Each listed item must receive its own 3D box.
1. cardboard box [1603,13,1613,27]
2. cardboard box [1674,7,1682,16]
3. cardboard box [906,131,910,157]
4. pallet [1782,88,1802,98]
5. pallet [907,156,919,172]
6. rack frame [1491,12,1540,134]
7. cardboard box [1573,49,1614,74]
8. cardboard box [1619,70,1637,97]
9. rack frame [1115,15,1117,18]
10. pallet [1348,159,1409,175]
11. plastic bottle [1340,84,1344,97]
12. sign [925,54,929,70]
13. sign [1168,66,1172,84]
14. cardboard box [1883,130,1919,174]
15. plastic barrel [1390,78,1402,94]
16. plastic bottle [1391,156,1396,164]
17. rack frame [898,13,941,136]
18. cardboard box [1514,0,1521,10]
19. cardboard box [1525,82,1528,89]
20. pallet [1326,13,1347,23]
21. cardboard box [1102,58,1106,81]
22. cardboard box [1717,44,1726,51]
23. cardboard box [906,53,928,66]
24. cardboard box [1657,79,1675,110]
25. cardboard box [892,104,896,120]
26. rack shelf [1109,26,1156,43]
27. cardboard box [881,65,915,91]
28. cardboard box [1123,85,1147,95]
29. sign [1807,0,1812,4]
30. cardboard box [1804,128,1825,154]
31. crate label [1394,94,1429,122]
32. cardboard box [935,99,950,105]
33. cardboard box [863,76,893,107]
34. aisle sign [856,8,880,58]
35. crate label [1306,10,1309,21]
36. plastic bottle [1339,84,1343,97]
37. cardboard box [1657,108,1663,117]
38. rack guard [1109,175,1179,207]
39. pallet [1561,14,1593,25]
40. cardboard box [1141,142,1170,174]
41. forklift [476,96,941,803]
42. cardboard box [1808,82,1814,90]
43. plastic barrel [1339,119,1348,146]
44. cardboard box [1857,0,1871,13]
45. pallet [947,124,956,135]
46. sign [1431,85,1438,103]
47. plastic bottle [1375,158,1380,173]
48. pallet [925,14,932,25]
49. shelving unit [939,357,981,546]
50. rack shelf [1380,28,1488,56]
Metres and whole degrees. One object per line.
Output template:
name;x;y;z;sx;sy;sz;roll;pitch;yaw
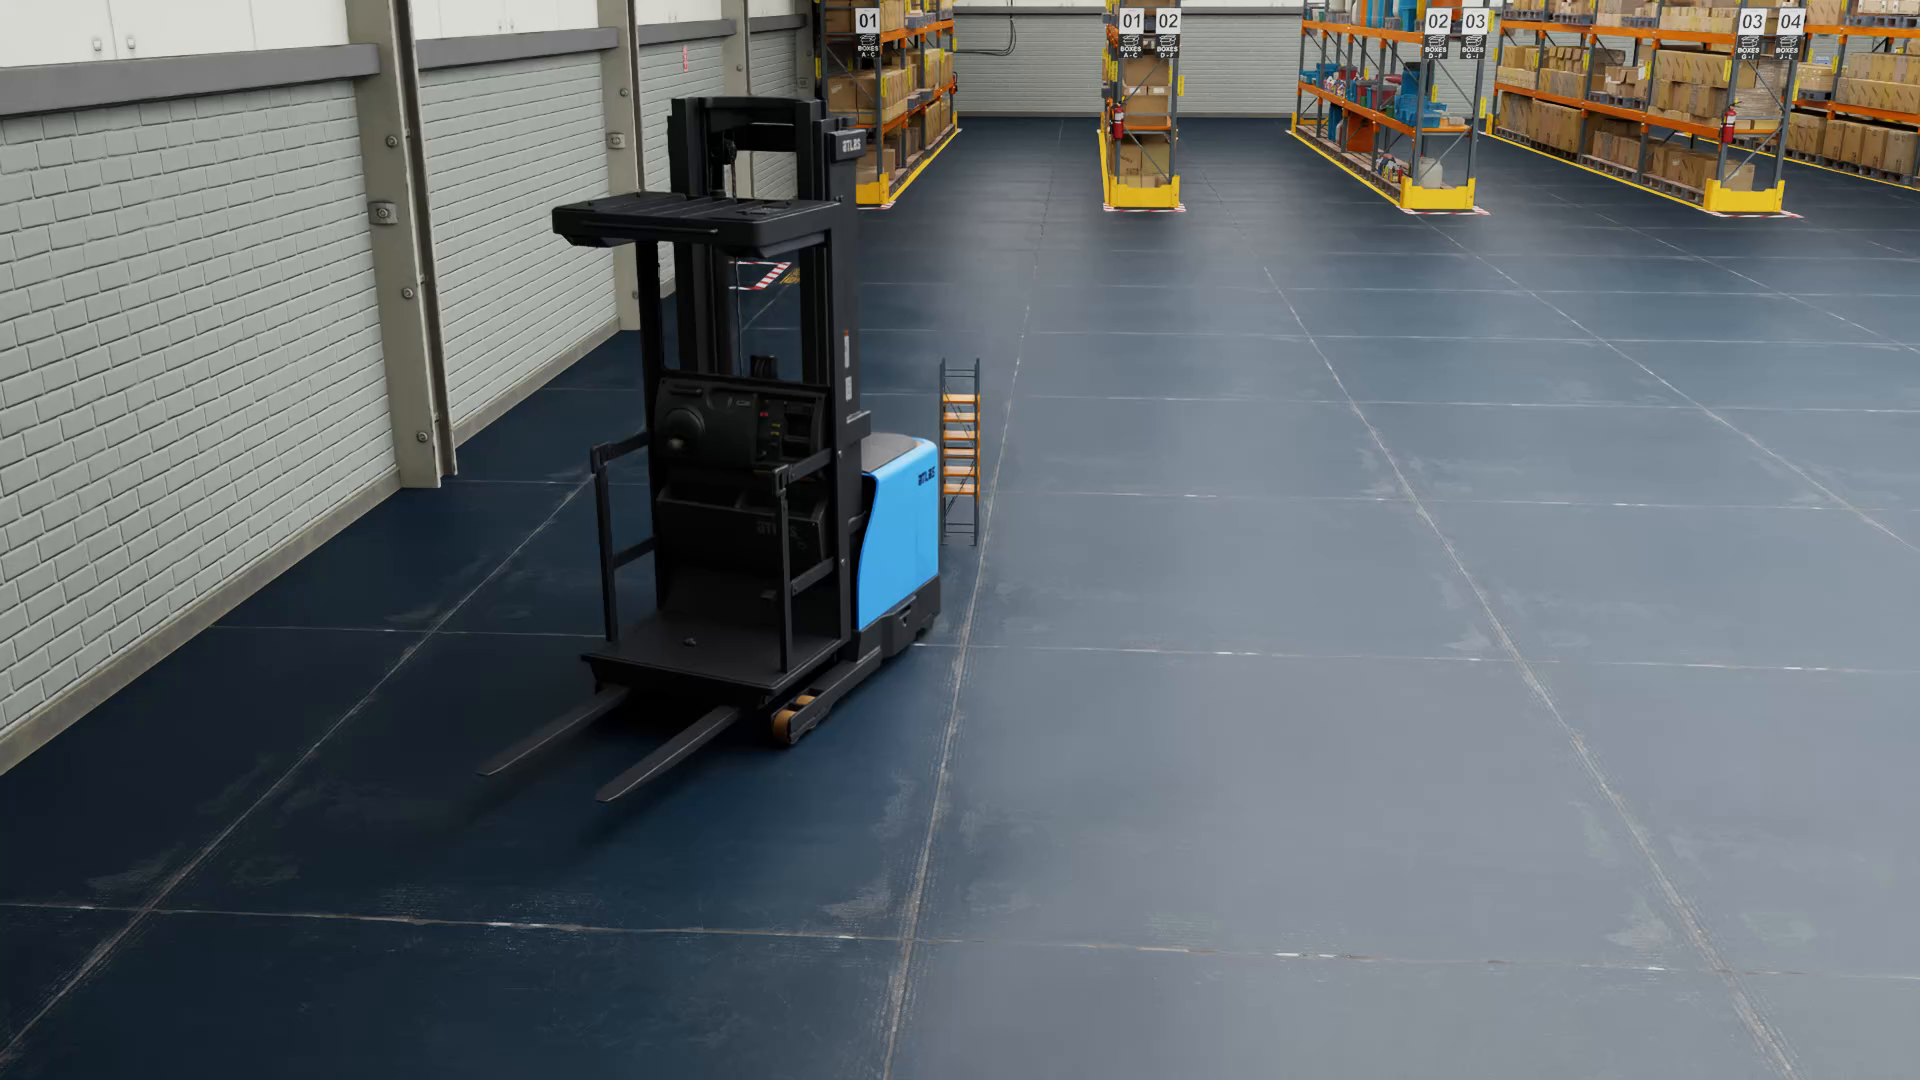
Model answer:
cardboard box;13.245;-10.429;33.357;0.500;0.250;0.500;2;18;5
cardboard box;12.961;-9.414;29.618;0.380;0.149;0.250;1;18;4
cardboard box;-1.412;-8.190;34.410;0.700;0.500;0.500;1;18;4
pallet;18.611;-9.757;36.191;1.003;0.211;1.213;1;18;4
pallet;-1.400;-7.761;34.268;1.003;0.211;1.213;1;18;4
rack frame;14.143;-11.859;42.298;1.000;3.000;0.127;1;18;4
cardboard box;13.688;-10.328;35.853;0.797;0.503;0.637;2;18;5
cardboard box;13.315;-8.921;32.492;0.797;0.503;0.637;3;18;10
rack frame;3.403;-11.205;30.669;1.000;3.000;0.127;1;18;4
pallet;8.445;-7.542;33.602;1.003;0.211;1.213;1;18;4
plastic bottle;8.290;-9.727;35.997;0.097;0.271;0.097;0;18;0
sign;-0.710;-10.210;35.532;0.100;0.325;0.005;1;18;4
sign;3.956;-8.792;31.419;0.100;0.325;0.005;1;18;4
cardboard box;18.178;-7.316;31.370;1.050;0.750;0.750;1;18;4
plastic barrel;8.683;-8.828;32.828;0.433;0.535;0.433;0;18;0
plastic bottle;8.015;-6.948;30.859;0.144;0.351;0.185;1;18;4
rack frame;-0.965;-10.949;39.519;1.000;3.000;0.127;1;18;4
cardboard box;13.999;-13.245;40.713;0.700;0.500;0.500;1;18;2
cardboard box;13.589;-10.759;39.345;0.380;0.149;0.250;1;18;3
pallet;8.958;-11.818;37.657;1.213;0.211;1.003;1;18;4
cardboard box;3.719;-10.944;38.671;0.700;0.500;0.500;-5;19;-15
cardboard box;18.697;-11.930;40.269;0.500;0.500;0.500;1;18;3
cardboard box;-0.960;-10.405;35.986;0.500;0.250;0.500;2;18;5
cardboard box;13.118;-8.028;29.969;0.875;0.500;0.500;1;18;4
cardboard box;-1.408;-7.624;29.582;0.500;0.250;0.500;1;18;3
rack shelf;3.546;-10.059;33.143;1.077;0.370;4.000;1;18;4
cardboard box;-1.289;-9.643;34.666;0.700;0.500;0.500;0;18;-1
cardboard box;2.953;-7.591;28.070;0.380;0.149;0.250;1;18;3
sign;13.538;-8.719;26.493;0.100;0.325;0.005;1;18;4
cardboard box;18.296;-8.454;35.247;0.500;0.500;0.500;1;18;4
crate label;7.918;-7.595;29.228;0.502;0.435;0.616;1;18;4
cardboard box;-0.456;-11.247;42.729;0.380;0.149;0.250;1;18;3
cardboard box;-1.446;-7.811;28.949;0.500;0.500;0.500;1;18;4
aisle sign;-1.531;-8.428;27.652;0.394;0.787;0.004;1;18;4
crate label;8.815;-13.045;41.339;0.408;0.251;0.502;1;18;4
plastic bottle;8.304;-9.787;36.182;0.097;0.271;0.097;0;18;0
cardboard box;12.946;-7.797;30.305;0.380;0.149;0.250;1;18;4
rack guard;3.114;-5.917;28.178;1.175;0.500;0.348;1;18;4
pallet;13.640;-11.259;35.952;1.003;0.211;1.213;2;18;6
cardboard box;3.410;-6.678;29.025;0.500;0.500;0.500;1;18;4
forklift;-1.166;-0.567;7.946;1.130;2.935;3.031;8;20;22
cardboard box;18.106;-9.553;34.990;0.380;0.149;0.250;1;18;4
plastic barrel;8.729;-9.042;36.899;0.600;0.588;0.708;1;18;4
cardboard box;18.239;-10.643;33.077;0.500;0.311;0.500;1;18;4
pallet;-0.658;-10.616;42.982;1.003;0.211;1.213;1;18;4
sign;8.891;-8.359;31.171;0.100;0.325;0.005;1;18;4
plastic bottle;7.883;-7.066;31.346;0.097;0.271;0.097;0;18;0
pallet;-1.259;-11.243;35.904;1.213;0.211;1.003;2;18;6
shelving unit;-0.001;-0.566;10.722;0.258;1.200;0.189;1;18;4
rack shelf;8.199;-8.705;29.011;1.077;0.370;4.000;1;18;4
